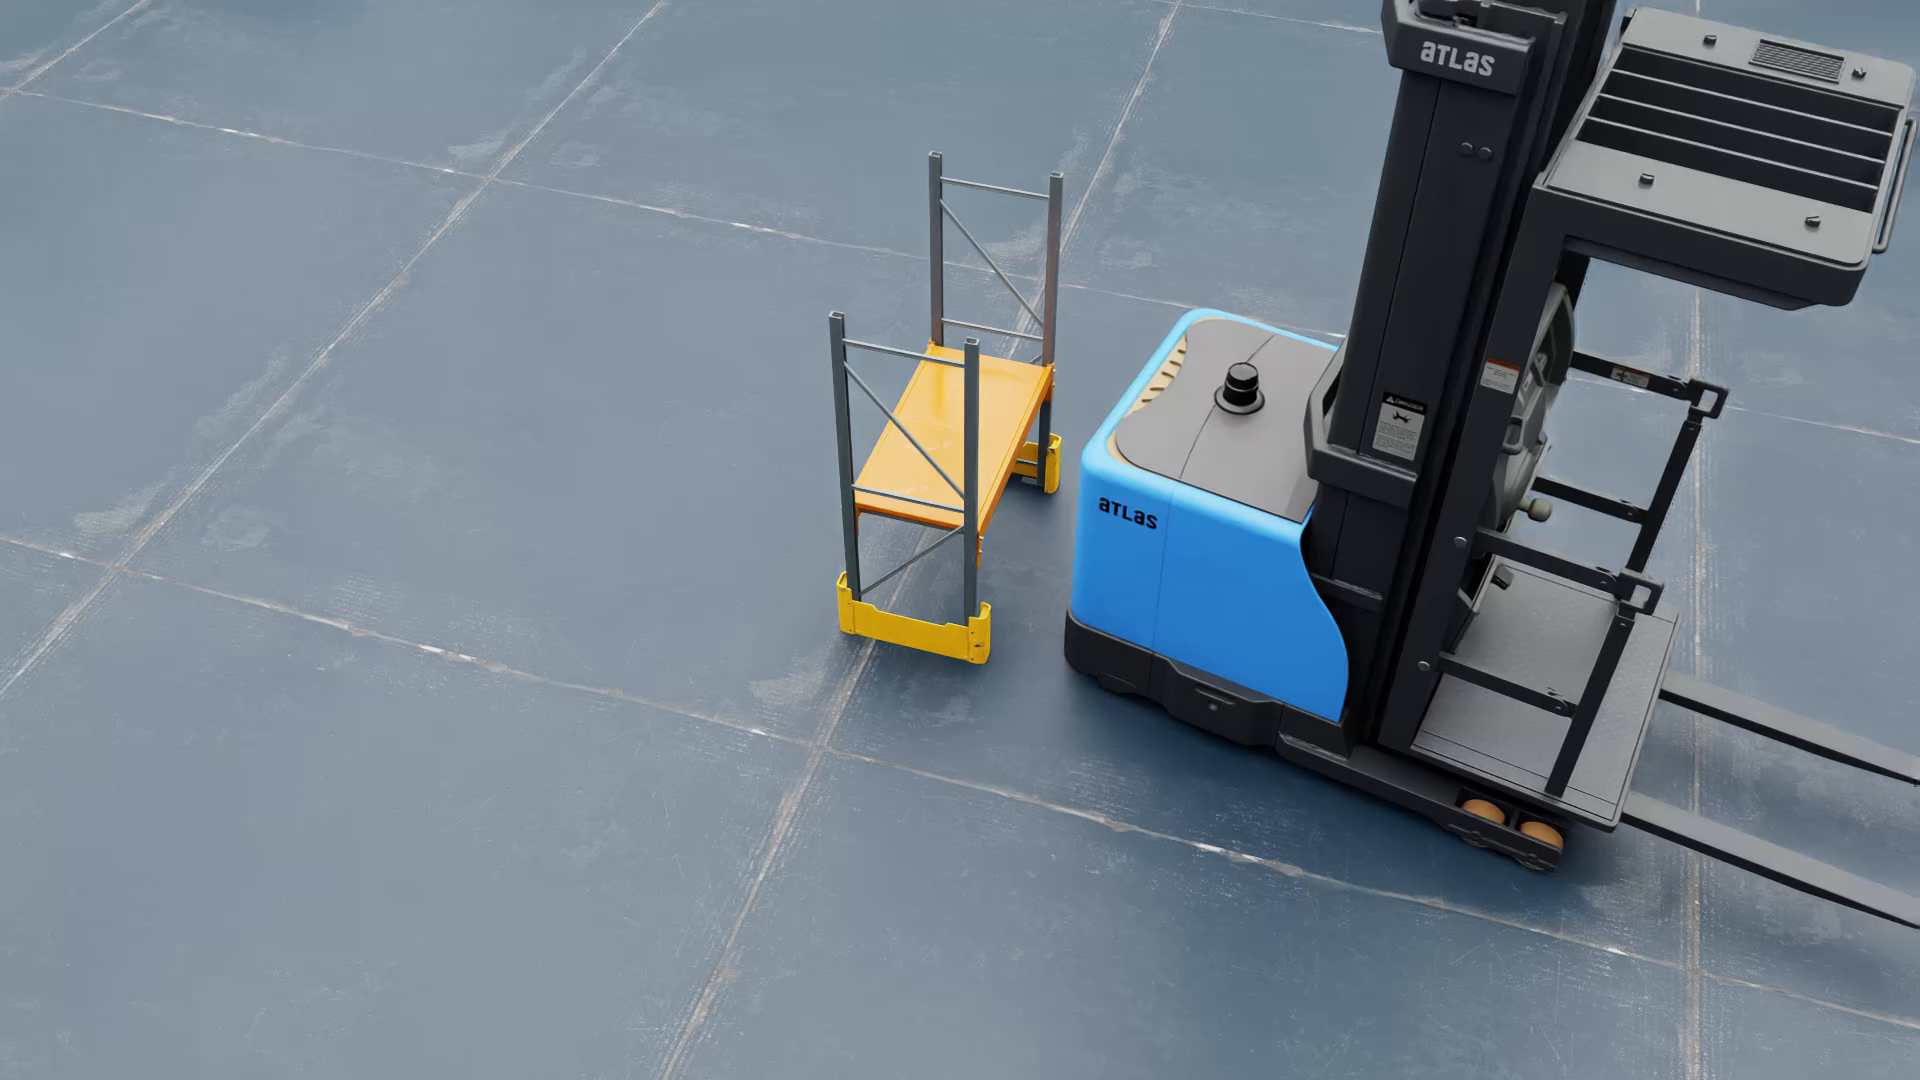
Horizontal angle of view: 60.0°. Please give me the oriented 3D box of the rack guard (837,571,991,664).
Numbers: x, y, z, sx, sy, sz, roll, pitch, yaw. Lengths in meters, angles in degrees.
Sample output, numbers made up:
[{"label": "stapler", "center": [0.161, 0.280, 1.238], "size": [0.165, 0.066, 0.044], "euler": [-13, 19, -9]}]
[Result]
[{"label": "rack guard", "center": [-0.174, 0.293, 6.271], "size": [0.587, 0.250, 0.087], "euler": [13, 46, 13]}]

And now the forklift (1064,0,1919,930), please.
[{"label": "forklift", "center": [1.931, -0.365, 5.027], "size": [3.031, 2.935, 1.130], "euler": [21, 48, 20]}]

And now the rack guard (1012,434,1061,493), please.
[{"label": "rack guard", "center": [0.128, -0.370, 6.950], "size": [0.587, 0.250, 0.087], "euler": [13, 46, 13]}]

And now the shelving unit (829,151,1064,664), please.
[{"label": "shelving unit", "center": [-0.023, -0.485, 6.174], "size": [0.587, 1.500, 1.083], "euler": [13, 46, 13]}]

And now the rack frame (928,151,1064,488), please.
[{"label": "rack frame", "center": [0.128, -0.818, 6.514], "size": [0.500, 1.500, 0.032], "euler": [13, 46, 13]}]

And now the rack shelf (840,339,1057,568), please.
[{"label": "rack shelf", "center": [-0.026, -0.351, 6.293], "size": [0.538, 0.185, 1.000], "euler": [13, 46, 13]}]

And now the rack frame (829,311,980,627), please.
[{"label": "rack frame", "center": [-0.180, -0.140, 5.821], "size": [0.500, 1.500, 0.032], "euler": [13, 46, 13]}]
